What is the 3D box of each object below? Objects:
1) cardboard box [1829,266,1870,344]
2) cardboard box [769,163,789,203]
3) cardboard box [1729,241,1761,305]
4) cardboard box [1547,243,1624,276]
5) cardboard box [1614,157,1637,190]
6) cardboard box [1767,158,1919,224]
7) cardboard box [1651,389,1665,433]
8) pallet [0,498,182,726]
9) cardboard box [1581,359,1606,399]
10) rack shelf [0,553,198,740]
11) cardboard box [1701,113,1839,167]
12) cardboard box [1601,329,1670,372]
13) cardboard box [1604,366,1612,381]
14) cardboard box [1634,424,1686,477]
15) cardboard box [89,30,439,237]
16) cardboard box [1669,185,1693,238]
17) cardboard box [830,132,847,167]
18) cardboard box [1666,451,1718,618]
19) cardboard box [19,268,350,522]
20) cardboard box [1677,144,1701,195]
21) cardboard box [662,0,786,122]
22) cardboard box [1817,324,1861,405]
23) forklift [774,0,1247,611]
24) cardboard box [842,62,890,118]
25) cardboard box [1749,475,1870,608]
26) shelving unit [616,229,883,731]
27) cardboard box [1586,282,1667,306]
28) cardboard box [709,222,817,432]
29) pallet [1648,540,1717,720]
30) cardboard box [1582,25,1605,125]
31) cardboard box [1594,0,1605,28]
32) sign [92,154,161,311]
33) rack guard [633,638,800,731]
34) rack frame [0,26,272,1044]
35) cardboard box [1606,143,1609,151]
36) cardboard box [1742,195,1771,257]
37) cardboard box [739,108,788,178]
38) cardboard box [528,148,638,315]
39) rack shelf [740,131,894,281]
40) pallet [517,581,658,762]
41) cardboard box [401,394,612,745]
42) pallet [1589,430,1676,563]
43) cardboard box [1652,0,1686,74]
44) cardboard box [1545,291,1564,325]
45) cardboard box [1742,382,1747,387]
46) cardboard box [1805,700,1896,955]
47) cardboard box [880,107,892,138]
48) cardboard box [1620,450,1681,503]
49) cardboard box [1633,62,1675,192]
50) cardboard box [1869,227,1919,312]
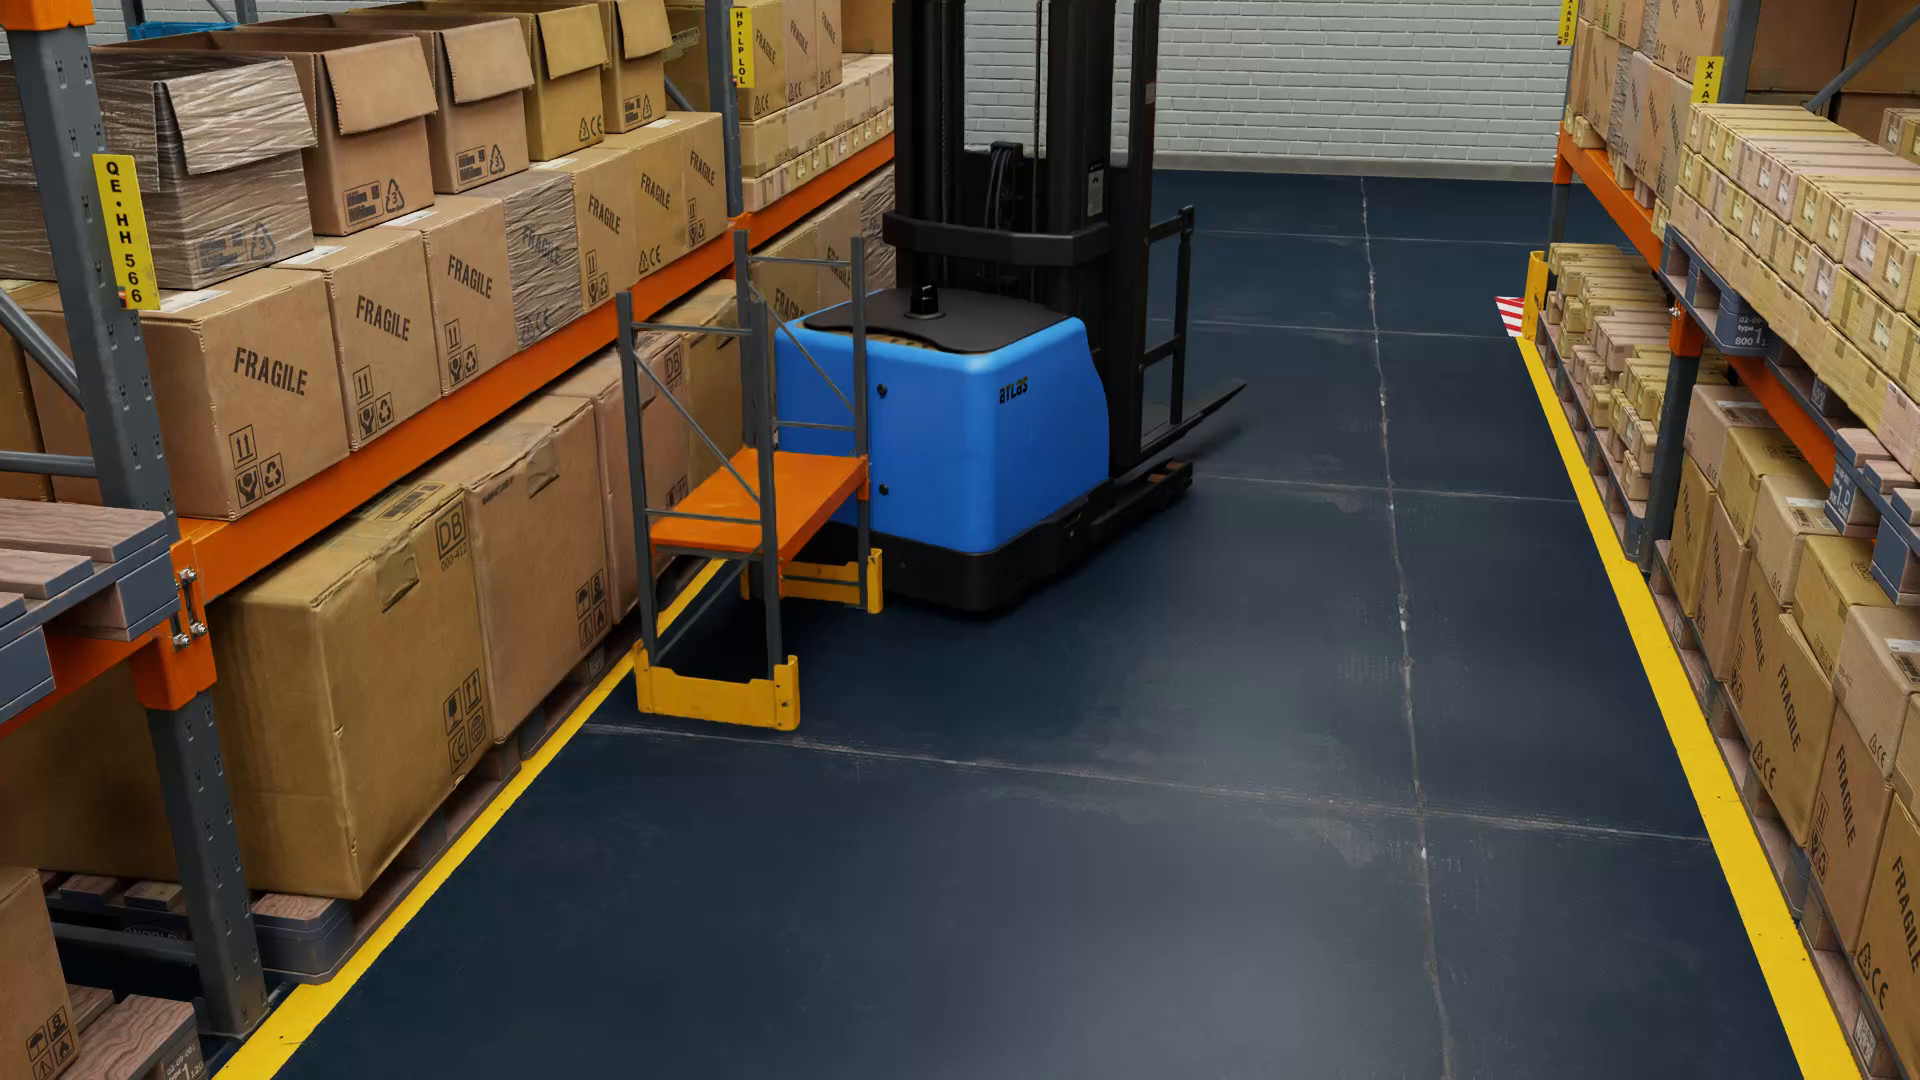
[{"bbox_3d":[2.413,-0.574,4.141,0.380,0.149,0.250,4,22,11],"label":"cardboard box"},{"bbox_3d":[-1.030,-1.707,7.912,0.380,0.149,0.250,4,22,9],"label":"cardboard box"},{"bbox_3d":[2.625,-0.821,5.150,0.380,0.149,0.250,3,22,9],"label":"cardboard box"},{"bbox_3d":[3.742,-1.675,9.954,0.380,0.149,0.250,3,22,8],"label":"cardboard box"},{"bbox_3d":[3.443,-1.812,8.175,0.380,0.149,0.250,5,22,12],"label":"cardboard box"},{"bbox_3d":[2.572,-1.002,4.803,0.380,0.149,0.250,5,23,13],"label":"cardboard box"},{"bbox_3d":[3.183,-0.528,7.106,0.380,0.149,0.250,5,22,12],"label":"cardboard box"},{"bbox_3d":[-2.327,0.176,3.157,1.213,0.211,1.003,4,22,11],"label":"pallet"},{"bbox_3d":[3.459,-0.831,8.655,0.380,0.149,0.250,4,22,11],"label":"cardboard box"},{"bbox_3d":[-2.694,0.884,2.107,1.077,0.370,4.000,4,22,11],"label":"rack shelf"},{"bbox_3d":[2.784,-1.372,5.723,0.380,0.149,0.250,5,22,12],"label":"cardboard box"},{"bbox_3d":[3.334,-0.911,8.057,0.380,0.149,0.250,3,22,8],"label":"cardboard box"},{"bbox_3d":[3.453,-0.854,8.314,0.380,0.149,0.250,3,22,8],"label":"cardboard box"},{"bbox_3d":[3.118,-0.379,7.135,0.380,0.149,0.250,5,22,12],"label":"cardboard box"},{"bbox_3d":[-1.985,-1.197,4.835,0.797,0.503,0.637,5,22,12],"label":"cardboard box"},{"bbox_3d":[2.835,-1.199,6.088,0.380,0.149,0.250,3,22,8],"label":"cardboard box"},{"bbox_3d":[-0.820,-2.085,8.851,0.380,0.149,0.250,5,22,12],"label":"cardboard box"},{"bbox_3d":[2.955,-0.015,6.158,0.500,0.500,0.500,5,23,13],"label":"cardboard box"},{"bbox_3d":[-1.920,-0.385,4.160,0.500,0.500,0.500,5,22,12],"label":"cardboard box"},{"bbox_3d":[2.835,-1.336,6.033,0.380,0.149,0.250,5,22,12],"label":"cardboard box"},{"bbox_3d":[-1.122,-2.216,7.640,0.500,0.500,0.500,4,22,11],"label":"cardboard box"},{"bbox_3d":[2.412,-0.434,4.191,0.380,0.149,0.250,3,22,9],"label":"cardboard box"},{"bbox_3d":[0.446,-1.584,7.364,1.130,2.935,3.031,13,25,29],"label":"forklift"},{"bbox_3d":[-0.700,-2.607,9.613,0.500,0.250,0.500,4,22,9],"label":"cardboard box"},{"bbox_3d":[2.741,0.019,5.072,0.500,0.250,0.500,5,23,13],"label":"cardboard box"},{"bbox_3d":[-0.722,-0.259,5.990,0.587,1.500,1.083,5,23,13],"label":"shelving unit"},{"bbox_3d":[3.591,-1.285,8.986,0.380,0.149,0.250,5,23,13],"label":"cardboard box"},{"bbox_3d":[-1.257,-1.089,8.324,0.875,0.875,0.875,4,22,11],"label":"cardboard box"},{"bbox_3d":[3.208,0.349,6.204,1.003,0.211,1.213,4,22,11],"label":"pallet"},{"bbox_3d":[3.735,-2.536,9.102,0.500,0.500,0.500,5,22,11],"label":"cardboard box"},{"bbox_3d":[3.733,-3.011,8.945,0.500,0.500,0.500,5,22,12],"label":"cardboard box"},{"bbox_3d":[-1.753,-0.644,3.493,0.100,0.325,0.005,4,22,11],"label":"sign"},{"bbox_3d":[-0.845,0.501,5.776,0.587,0.250,0.087,5,23,13],"label":"rack guard"},{"bbox_3d":[-2.286,-0.181,3.789,1.000,3.000,0.127,4,22,11],"label":"rack frame"},{"bbox_3d":[3.757,-2.186,9.103,0.380,0.149,0.250,6,23,13],"label":"cardboard box"},{"bbox_3d":[2.626,-0.953,5.081,0.380,0.149,0.250,5,23,13],"label":"cardboard box"},{"bbox_3d":[-1.117,-1.865,7.771,0.500,0.250,0.500,4,22,10],"label":"cardboard box"},{"bbox_3d":[-1.505,-1.127,6.002,0.500,0.500,0.500,4,22,10],"label":"cardboard box"},{"bbox_3d":[-1.061,-2.042,9.372,1.077,0.370,4.000,4,22,11],"label":"rack shelf"},{"bbox_3d":[-1.800,0.385,6.116,1.003,0.211,1.213,4,22,11],"label":"pallet"},{"bbox_3d":[-1.935,0.033,5.538,1.225,0.875,0.875,5,22,11],"label":"cardboard box"},{"bbox_3d":[3.468,-0.184,7.528,1.003,0.211,1.213,4,22,11],"label":"pallet"},{"bbox_3d":[3.297,-2.259,7.078,0.500,0.500,0.500,4,22,9],"label":"cardboard box"},{"bbox_3d":[3.761,-1.397,10.062,0.380,0.149,0.250,5,22,12],"label":"cardboard box"},{"bbox_3d":[3.756,-0.680,7.485,0.380,0.149,0.250,4,22,10],"label":"cardboard box"},{"bbox_3d":[2.537,0.748,4.265,0.500,0.500,0.500,5,23,13],"label":"cardboard box"},{"bbox_3d":[-0.611,-2.462,9.787,0.380,0.149,0.250,4,22,10],"label":"cardboard box"},{"bbox_3d":[3.112,-0.271,7.265,0.380,0.149,0.250,5,22,12],"label":"cardboard box"},{"bbox_3d":[3.295,-1.802,7.280,0.500,0.500,0.500,4,22,9],"label":"cardboard box"},{"bbox_3d":[2.358,-0.620,3.856,0.380,0.149,0.250,5,22,13],"label":"cardboard box"}]
